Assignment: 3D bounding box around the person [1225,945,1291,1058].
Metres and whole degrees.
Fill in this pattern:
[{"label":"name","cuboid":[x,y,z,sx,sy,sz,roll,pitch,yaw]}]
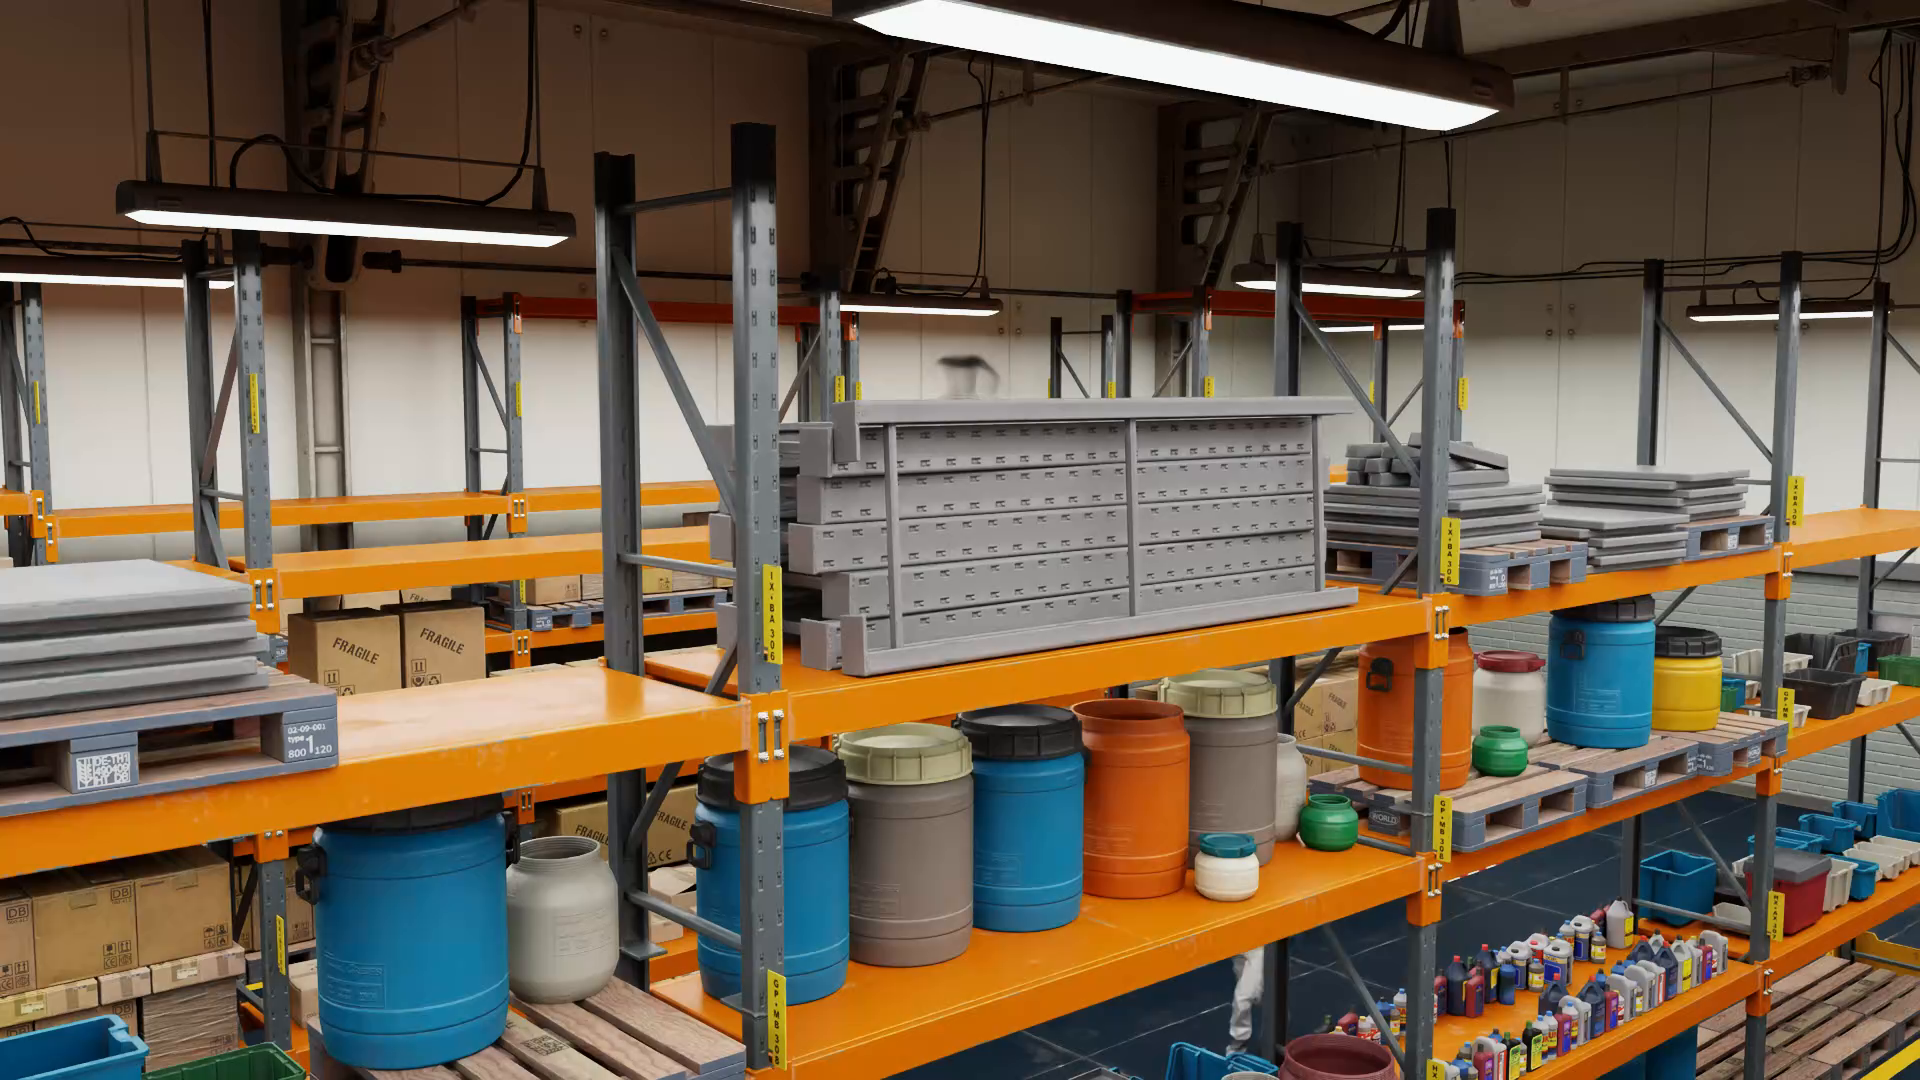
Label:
[{"label":"person","cuboid":[2.220,3.160,12.534,0.704,1.729,1.022,4,7,39]}]
